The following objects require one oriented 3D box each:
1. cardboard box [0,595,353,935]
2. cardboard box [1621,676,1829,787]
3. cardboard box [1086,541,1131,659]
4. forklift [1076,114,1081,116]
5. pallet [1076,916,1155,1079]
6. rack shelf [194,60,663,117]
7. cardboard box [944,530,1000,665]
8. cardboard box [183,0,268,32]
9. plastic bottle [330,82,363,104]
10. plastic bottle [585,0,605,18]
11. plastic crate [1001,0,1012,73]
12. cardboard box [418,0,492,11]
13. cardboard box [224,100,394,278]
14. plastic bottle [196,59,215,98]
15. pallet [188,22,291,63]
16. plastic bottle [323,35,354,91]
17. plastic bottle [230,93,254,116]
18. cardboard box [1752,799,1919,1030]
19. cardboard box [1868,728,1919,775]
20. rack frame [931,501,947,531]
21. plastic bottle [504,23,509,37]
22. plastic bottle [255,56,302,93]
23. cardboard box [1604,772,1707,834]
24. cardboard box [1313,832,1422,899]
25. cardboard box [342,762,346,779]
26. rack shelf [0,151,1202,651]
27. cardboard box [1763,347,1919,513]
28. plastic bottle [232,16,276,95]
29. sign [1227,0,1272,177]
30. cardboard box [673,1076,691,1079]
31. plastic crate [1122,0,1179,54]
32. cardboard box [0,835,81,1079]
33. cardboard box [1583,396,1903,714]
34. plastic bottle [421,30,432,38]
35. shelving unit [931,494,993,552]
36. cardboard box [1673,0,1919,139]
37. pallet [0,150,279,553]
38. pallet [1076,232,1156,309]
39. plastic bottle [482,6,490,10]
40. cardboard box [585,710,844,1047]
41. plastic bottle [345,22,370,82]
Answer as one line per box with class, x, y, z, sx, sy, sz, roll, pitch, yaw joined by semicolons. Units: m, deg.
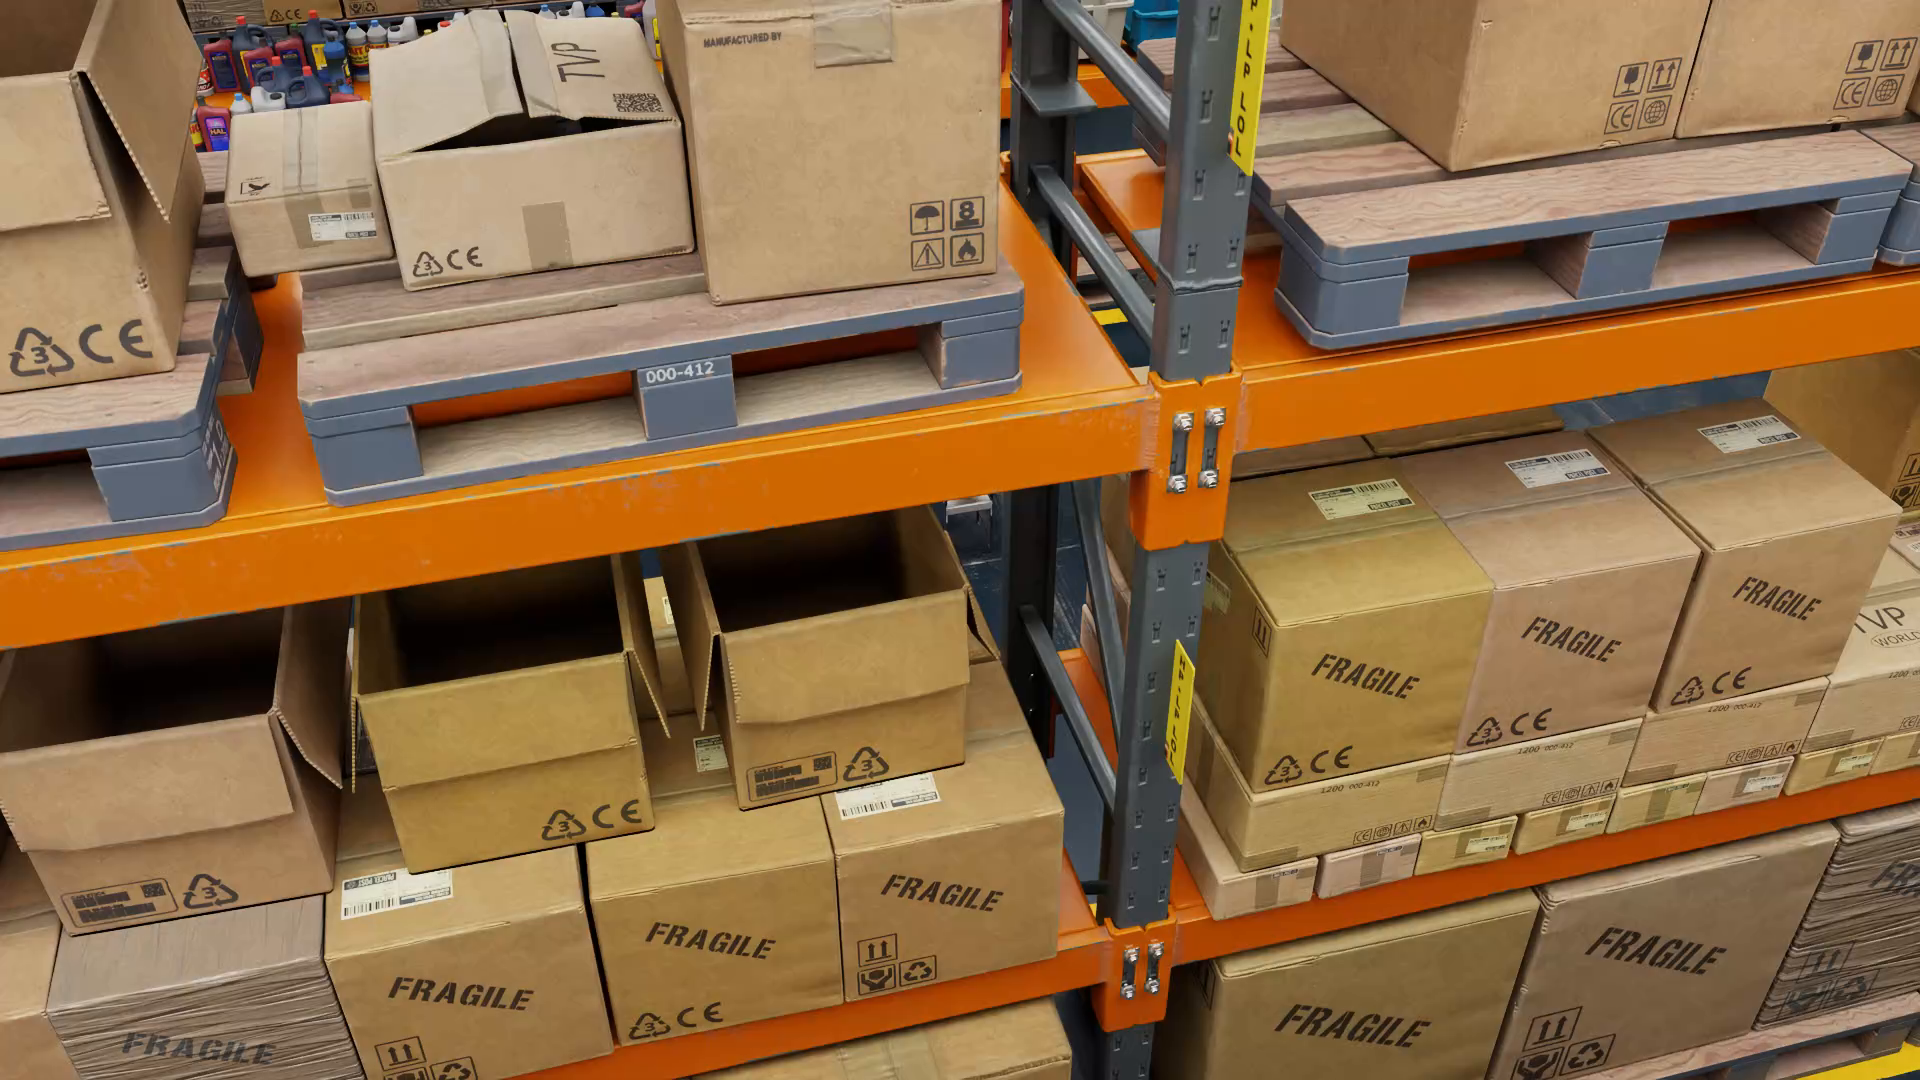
cardboard box;-1.576;0.345;3.422;0.637;0.503;0.797;-8;38;-10
cardboard box;1.802;0.327;4.232;0.500;0.250;0.500;-8;38;-11
cardboard box;0.657;0.185;4.417;0.500;0.250;0.500;-10;39;-13
forklift;-0.619;-4.043;10.123;3.031;2.935;1.130;-7;38;-9
pallet;1.054;1.501;5.114;1.213;0.211;1.003;-9;38;-12
rack shelf;-2.923;-1.835;7.772;4.000;0.370;1.077;-9;38;-12
cardboard box;-0.210;0.354;4.236;0.500;0.500;0.500;-9;38;-12
cardboard box;-5.123;-3.882;11.552;0.500;0.500;0.500;-11;39;-14
plastic bottle;-2.693;-1.880;7.334;0.133;0.283;0.061;-9;38;-12
plastic bottle;-1.786;-2.513;8.172;0.097;0.271;0.097;0;37;0
plastic crate;-0.064;-2.481;7.922;0.583;0.464;0.402;-9;38;-12
cardboard box;-3.645;-4.126;11.871;0.500;0.500;0.500;-9;38;-11
cardboard box;-1.177;-0.643;3.014;0.250;0.149;0.380;-11;39;-14
plastic bottle;-3.577;-2.191;7.809;0.097;0.201;0.097;0;37;0
pallet;-5.411;-3.698;11.911;1.213;0.211;1.003;-9;38;-12
plastic bottle;-2.925;-2.235;7.809;0.097;0.271;0.097;0;37;0
plastic bottle;-3.117;-1.817;7.262;0.097;0.271;0.097;0;37;0
cardboard box;2.686;0.804;5.133;0.875;0.875;0.875;-9;38;-12
cardboard box;2.428;0.426;4.432;0.250;0.149;0.380;-9;38;-11
rack frame;-0.090;-0.343;6.957;0.006;0.900;0.240;-9;38;-12
plastic bottle;-2.198;-2.417;8.105;0.097;0.201;0.097;0;37;0
plastic bottle;-3.027;-1.974;7.402;0.185;0.351;0.144;-9;38;-12
cardboard box;1.680;0.549;4.270;0.250;0.149;0.380;-10;39;-13
cardboard box;0.925;0.674;4.106;0.250;0.149;0.380;-11;39;-13
cardboard box;-1.675;0.599;3.916;0.500;0.500;0.500;-9;38;-11
rack shelf;-1.631;-0.121;3.063;4.000;0.370;1.077;-9;38;-12
cardboard box;2.646;-0.440;4.617;0.500;0.500;0.500;-10;39;-13
plastic bottle;-3.306;-2.280;7.803;0.185;0.351;0.144;-9;38;-12
sign;0.450;-0.737;2.591;0.005;0.325;0.100;-9;38;-12
cardboard box;-1.175;1.400;4.354;0.875;0.875;1.225;-11;39;-14
plastic crate;0.954;-2.553;8.206;0.300;0.233;0.416;-9;38;-12
cardboard box;-2.031;0.978;3.420;0.500;0.500;0.500;-10;39;-13
cardboard box;1.807;0.027;4.007;0.500;0.500;0.500;-10;39;-13
plastic bottle;-2.551;-2.360;8.029;0.097;0.201;0.097;0;37;0
shelving unit;0.008;-0.359;6.978;0.210;0.900;0.258;-9;38;-12
cardboard box;1.560;-1.211;3.386;0.500;0.500;0.700;-7;38;-10
pallet;-1.875;-0.327;2.895;1.213;0.211;1.003;-8;38;-10
pallet;0.888;-1.664;9.252;1.213;0.211;1.003;-9;38;-12
plastic bottle;-2.314;-2.442;8.070;0.133;0.283;0.061;-9;38;-12
cardboard box;-0.560;0.737;3.736;0.500;0.500;0.500;-8;38;-11
plastic bottle;-2.869;-2.335;7.940;0.097;0.271;0.097;0;37;0
